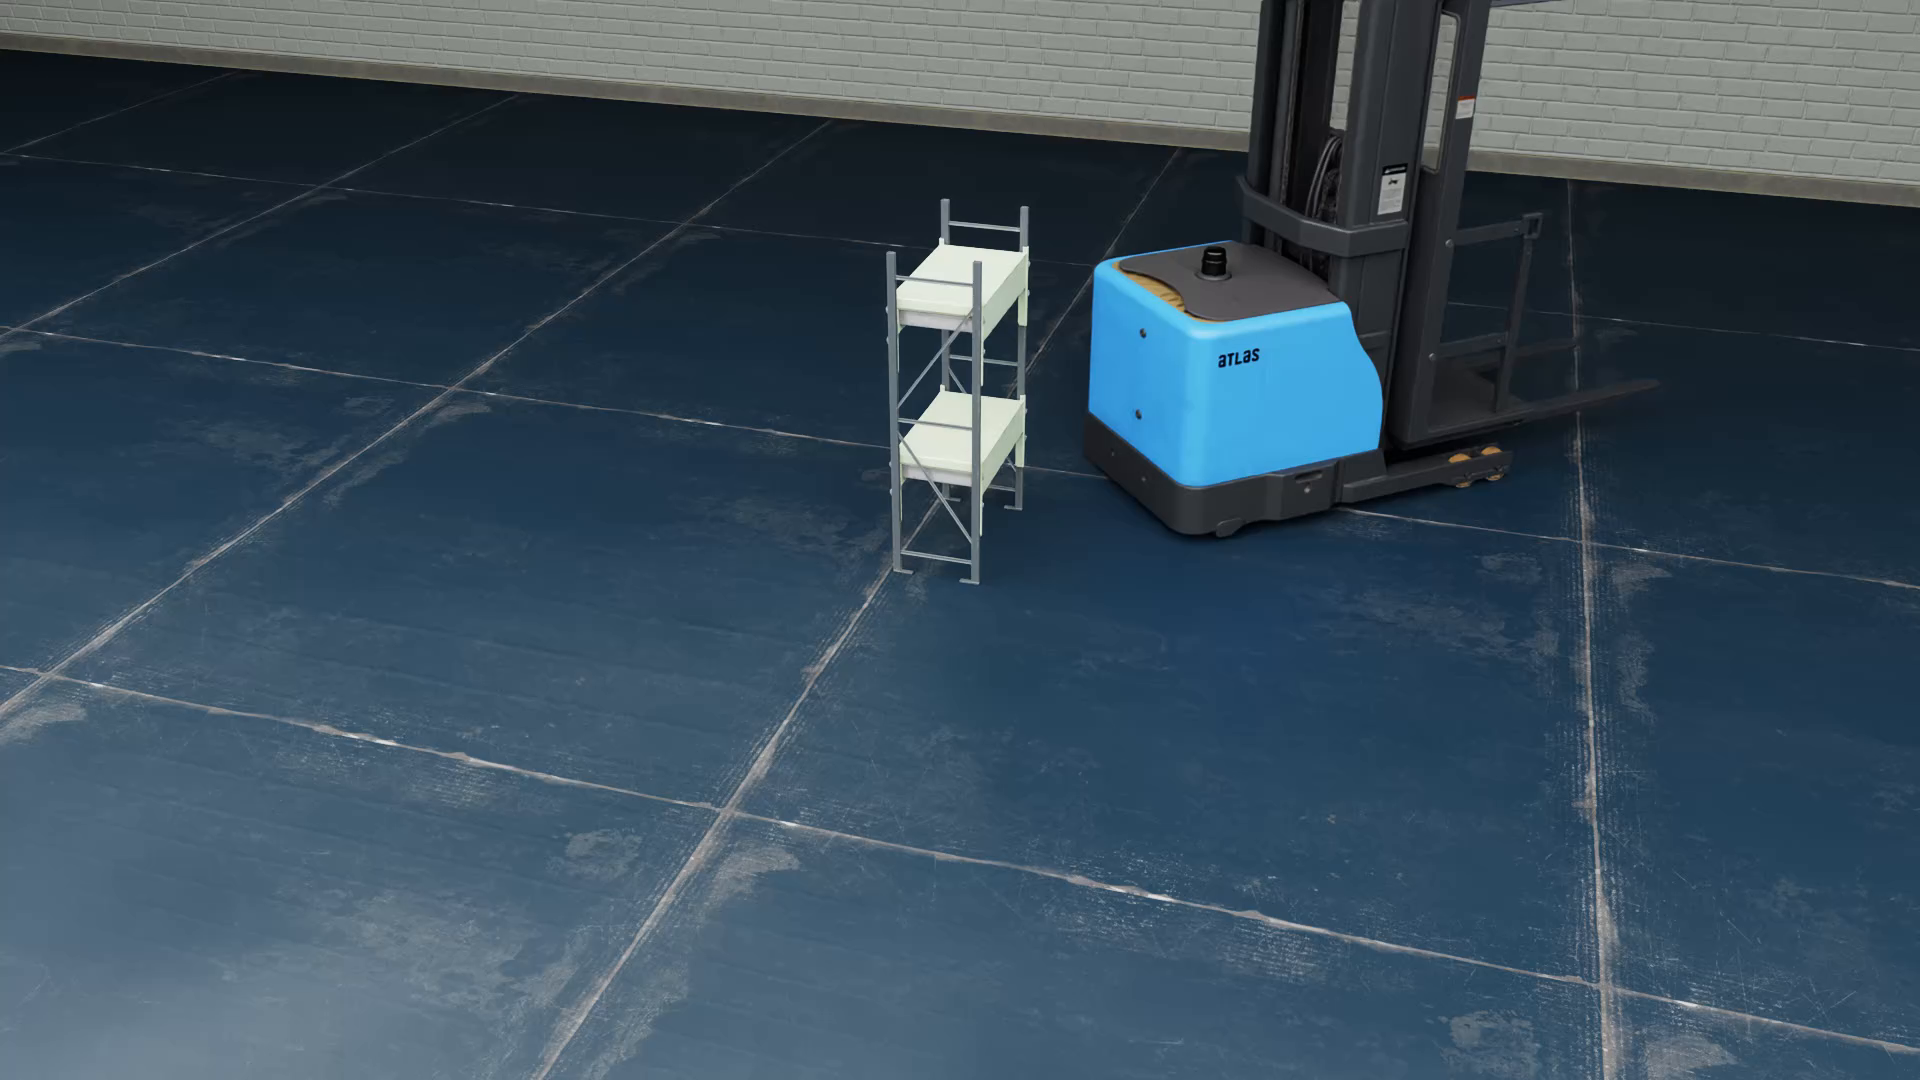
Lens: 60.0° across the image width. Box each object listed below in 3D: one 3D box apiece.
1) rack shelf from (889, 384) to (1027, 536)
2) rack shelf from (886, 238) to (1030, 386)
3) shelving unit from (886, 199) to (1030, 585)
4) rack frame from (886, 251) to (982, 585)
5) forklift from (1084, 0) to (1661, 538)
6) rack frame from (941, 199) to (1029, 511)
[{"bbox_3d":[0.002,-0.374,7.549,0.431,0.370,0.720,8,30,15],"label":"rack shelf"},{"bbox_3d":[0.002,-1.000,7.201,0.431,0.370,0.720,8,30,15],"label":"rack shelf"},{"bbox_3d":[0.002,-0.659,7.391,0.431,1.500,0.755,8,30,15],"label":"shelving unit"},{"bbox_3d":[-0.105,-0.488,7.085,0.400,1.500,0.023,8,30,15],"label":"rack frame"},{"bbox_3d":[2.187,-1.758,7.896,3.031,2.935,1.130,-12,31,-21],"label":"forklift"},{"bbox_3d":[0.109,-0.829,7.697,0.400,1.500,0.023,8,30,15],"label":"rack frame"}]
